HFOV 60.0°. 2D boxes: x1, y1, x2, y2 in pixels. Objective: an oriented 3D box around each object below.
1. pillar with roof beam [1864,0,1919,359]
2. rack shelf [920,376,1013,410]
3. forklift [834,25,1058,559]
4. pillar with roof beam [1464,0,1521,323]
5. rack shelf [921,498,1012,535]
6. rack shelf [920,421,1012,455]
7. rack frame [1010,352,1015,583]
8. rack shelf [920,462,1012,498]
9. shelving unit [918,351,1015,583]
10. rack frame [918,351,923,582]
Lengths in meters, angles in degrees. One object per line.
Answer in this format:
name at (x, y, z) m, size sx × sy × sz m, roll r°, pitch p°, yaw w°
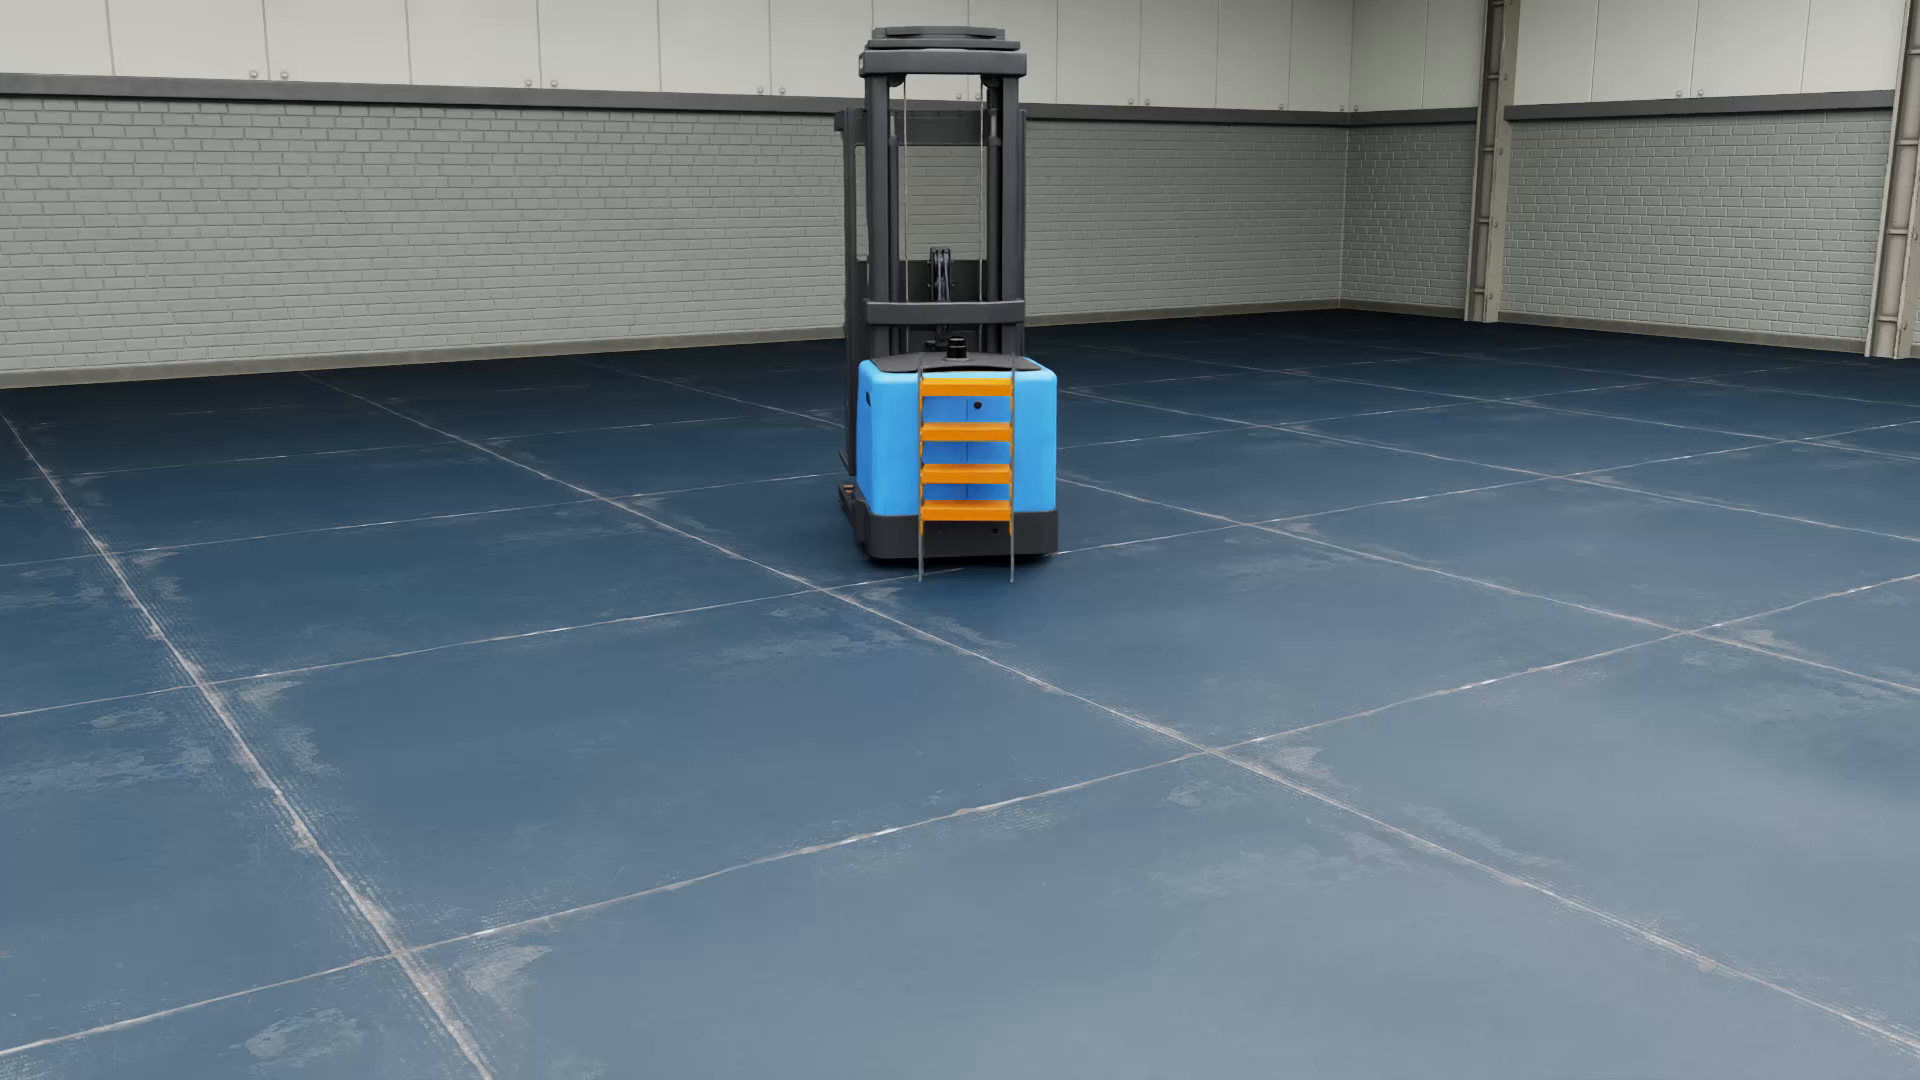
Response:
pillar with roof beam at (7.500, -6.076, 16.583) m, size 9.100 × 9.000 × 0.400 m, roll -8°, pitch 15°, yaw -33°
rack shelf at (0.035, -0.771, 8.736) m, size 0.480 × 0.148 × 0.258 m, roll 0°, pitch 12°, yaw 1°
forklift at (-0.188, -1.591, 10.279) m, size 1.130 × 2.935 × 3.031 m, roll -2°, pitch 12°, yaw -8°
pillar with roof beam at (4.176, -7.143, 21.462) m, size 9.100 × 9.000 × 0.400 m, roll -8°, pitch 15°, yaw -33°
rack shelf at (0.034, -0.127, 8.872) m, size 0.480 × 0.148 × 0.258 m, roll 0°, pitch 12°, yaw 1°
rack shelf at (0.034, -0.540, 8.785) m, size 0.480 × 0.148 × 0.258 m, roll 0°, pitch 12°, yaw 1°
rack frame at (0.278, -0.386, 8.813) m, size 0.015 × 1.200 × 0.240 m, roll 0°, pitch 12°, yaw 1°
rack shelf at (0.034, -0.321, 8.831) m, size 0.480 × 0.148 × 0.258 m, roll 0°, pitch 12°, yaw 1°
shelving unit at (0.034, -0.387, 8.817) m, size 0.503 × 1.200 × 0.258 m, roll 0°, pitch 12°, yaw 1°
rack frame at (-0.210, -0.388, 8.821) m, size 0.015 × 1.200 × 0.240 m, roll 0°, pitch 12°, yaw 1°
